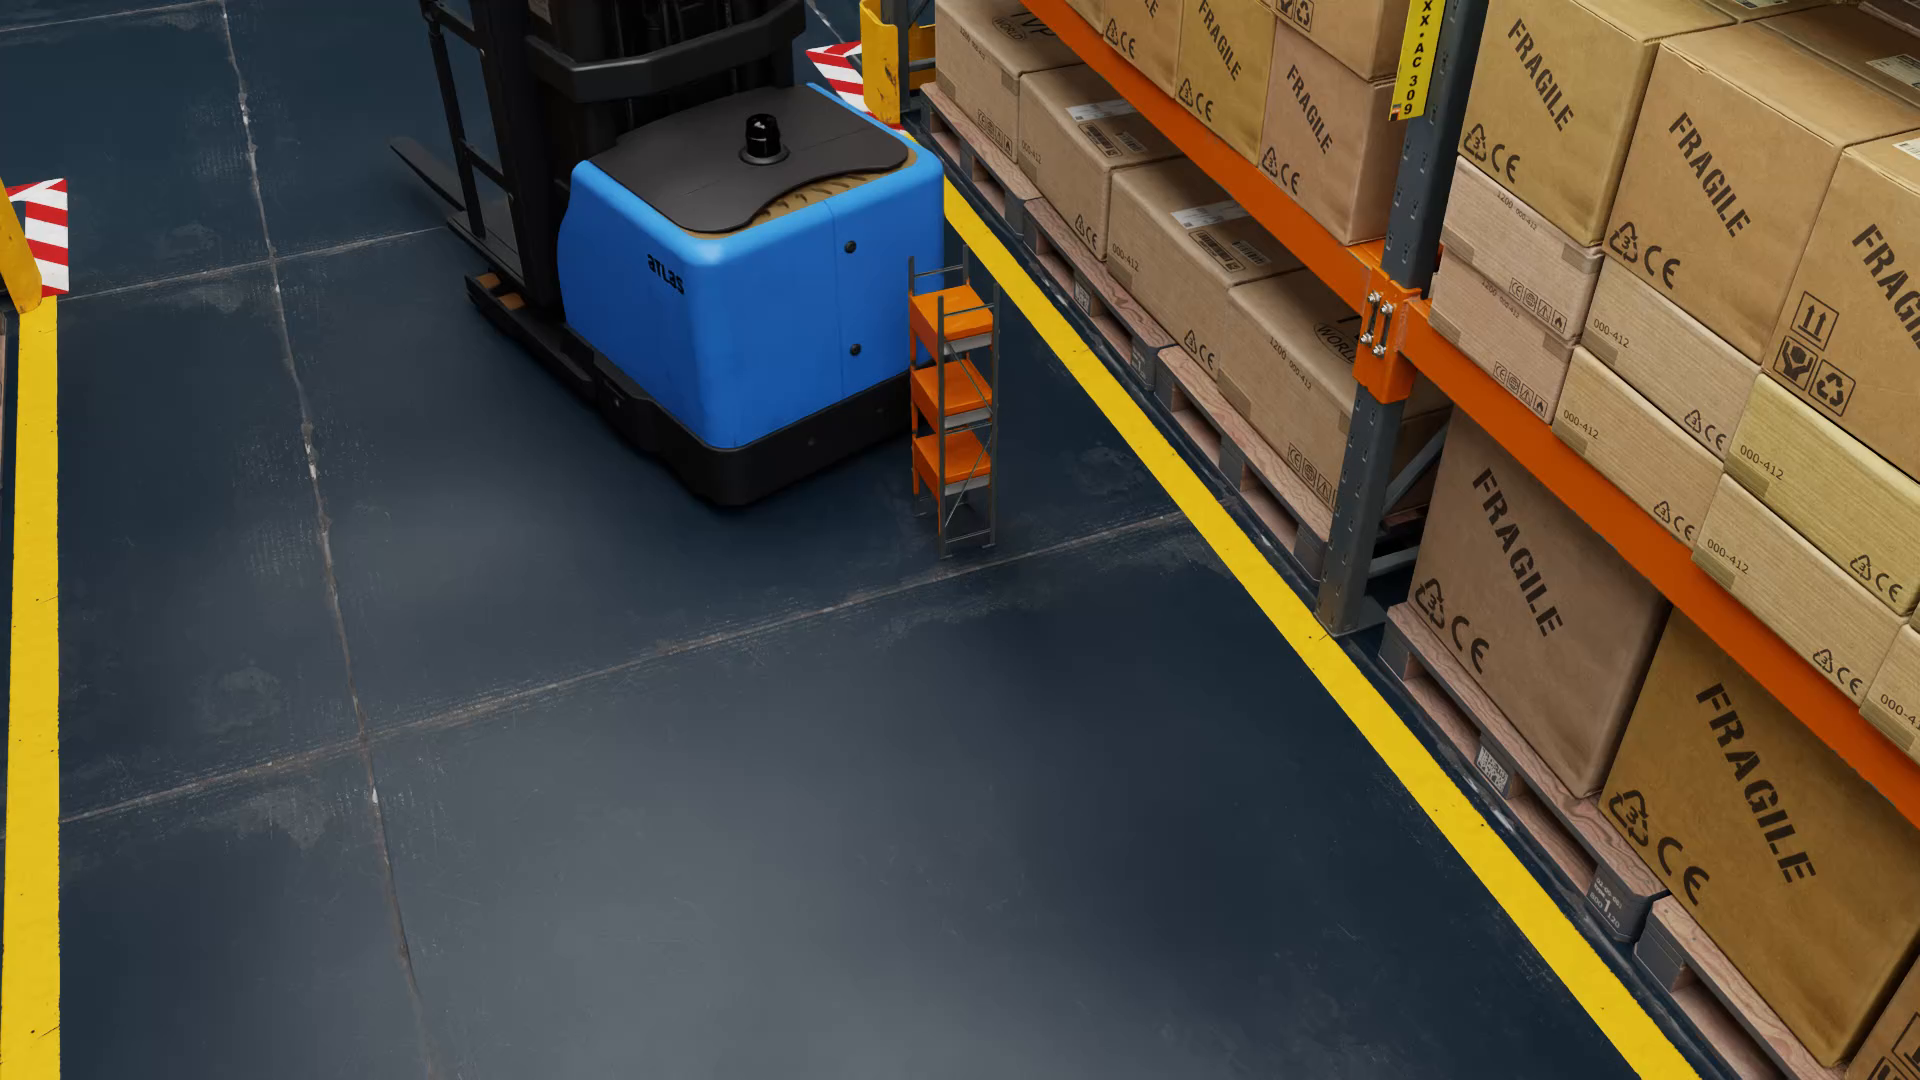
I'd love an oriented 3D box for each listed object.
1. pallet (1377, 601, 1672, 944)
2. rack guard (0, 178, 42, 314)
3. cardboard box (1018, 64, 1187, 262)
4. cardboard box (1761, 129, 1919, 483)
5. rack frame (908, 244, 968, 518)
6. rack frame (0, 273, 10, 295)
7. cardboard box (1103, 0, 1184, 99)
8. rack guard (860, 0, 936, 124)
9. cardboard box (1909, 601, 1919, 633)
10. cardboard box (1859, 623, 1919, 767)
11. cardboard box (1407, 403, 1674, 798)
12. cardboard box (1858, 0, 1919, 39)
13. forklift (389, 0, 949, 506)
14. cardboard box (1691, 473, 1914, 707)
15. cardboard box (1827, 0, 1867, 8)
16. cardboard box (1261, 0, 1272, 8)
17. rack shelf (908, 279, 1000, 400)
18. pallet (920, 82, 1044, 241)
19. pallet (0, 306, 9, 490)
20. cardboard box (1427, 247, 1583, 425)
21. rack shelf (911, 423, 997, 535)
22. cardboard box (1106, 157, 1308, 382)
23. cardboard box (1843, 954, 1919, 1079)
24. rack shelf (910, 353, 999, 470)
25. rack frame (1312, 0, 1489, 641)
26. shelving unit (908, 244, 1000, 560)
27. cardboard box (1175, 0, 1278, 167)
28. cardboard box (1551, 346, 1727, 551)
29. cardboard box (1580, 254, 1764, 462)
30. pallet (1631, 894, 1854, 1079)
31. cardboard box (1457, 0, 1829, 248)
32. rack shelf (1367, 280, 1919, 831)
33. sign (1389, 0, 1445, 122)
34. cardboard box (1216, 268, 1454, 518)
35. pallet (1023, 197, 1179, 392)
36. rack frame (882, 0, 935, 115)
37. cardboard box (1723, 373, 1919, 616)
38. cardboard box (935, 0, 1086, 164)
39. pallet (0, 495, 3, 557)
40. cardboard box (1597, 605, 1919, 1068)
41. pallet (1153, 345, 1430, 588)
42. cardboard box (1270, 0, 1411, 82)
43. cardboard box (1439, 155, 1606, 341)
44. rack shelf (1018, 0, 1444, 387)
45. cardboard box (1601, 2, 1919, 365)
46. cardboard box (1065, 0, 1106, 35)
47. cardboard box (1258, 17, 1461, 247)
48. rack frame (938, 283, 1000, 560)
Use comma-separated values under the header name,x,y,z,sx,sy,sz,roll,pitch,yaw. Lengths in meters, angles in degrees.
name,x,y,z,sx,sy,sz,roll,pitch,yaw
pallet,2.008,0.528,4.974,1.003,0.211,1.213,-15,43,-17
rack guard,-4.393,-1.095,6.640,1.175,0.500,0.348,-15,43,-17
cardboard box,0.816,-1.651,7.012,0.875,0.438,0.875,-14,43,-16
cardboard box,1.956,-0.453,3.133,0.500,0.500,0.500,-16,43,-18
rack frame,-0.067,-0.504,5.531,0.200,1.050,0.008,-15,43,-17
rack frame,-4.422,-2.089,5.879,1.000,3.000,0.127,-15,43,-17
cardboard box,0.822,-1.836,5.508,0.500,0.500,0.500,-16,43,-17
rack guard,0.104,-2.451,8.217,1.175,0.500,0.348,-15,43,-17
cardboard box,2.141,0.149,3.007,0.500,0.250,0.500,-16,43,-18
cardboard box,2.131,0.340,3.169,0.500,0.250,0.500,-16,43,-18
cardboard box,1.955,0.025,4.728,0.875,0.875,0.875,-14,43,-16
cardboard box,2.251,-0.876,3.624,0.500,0.500,0.500,-14,43,-16
forklift,-1.362,-2.126,5.974,1.130,2.935,3.031,-28,48,-29
cardboard box,1.949,0.037,3.522,0.500,0.250,0.500,-15,43,-17
cardboard box,2.046,-1.186,3.985,0.500,0.500,0.500,-14,43,-15
cardboard box,1.021,-1.915,4.833,0.500,0.500,0.500,-16,43,-17
rack shelf,-0.020,-0.637,5.267,0.215,0.259,0.240,-15,43,-17
pallet,0.491,-1.865,7.757,1.003,0.211,1.213,-15,43,-17
pallet,-4.114,-0.488,6.155,1.003,0.211,1.213,-15,43,-17
cardboard box,1.568,-0.587,4.247,0.500,0.250,0.500,-16,43,-18
rack shelf,-0.020,-0.212,5.633,0.215,0.259,0.240,-15,43,-17
cardboard box,1.159,-1.107,6.380,0.875,0.438,0.875,-16,43,-18
cardboard box,2.649,1.106,3.471,0.875,0.875,0.875,-15,43,-16
rack shelf,-0.020,-0.422,5.452,0.215,0.259,0.240,-15,43,-17
rack frame,1.643,-0.975,4.583,1.000,3.000,0.127,-15,43,-17
shelving unit,-0.020,-0.430,5.445,0.215,1.050,0.252,-15,43,-17
cardboard box,1.028,-1.537,5.160,0.500,0.500,0.500,-16,43,-18
cardboard box,1.767,-0.276,3.885,0.500,0.250,0.500,-16,43,-18
cardboard box,1.777,-0.465,3.722,0.500,0.250,0.500,-14,43,-16
pallet,2.479,1.264,4.118,1.003,0.211,1.213,-15,43,-17
cardboard box,1.546,-1.055,3.833,0.500,0.500,0.500,-15,43,-16
rack shelf,2.409,0.502,3.417,1.077,0.370,4.000,-15,43,-17
sign,1.131,-1.194,4.113,0.100,0.325,0.005,-15,43,-17
cardboard box,1.502,-0.568,5.753,0.875,0.438,0.875,-16,43,-17
pallet,0.954,-1.131,6.904,1.003,0.211,1.213,-15,43,-17
rack frame,0.113,-3.385,7.385,1.000,3.000,0.127,-15,43,-17
cardboard box,1.945,-0.155,3.361,0.500,0.250,0.500,-15,43,-16
cardboard box,0.458,-2.200,7.651,0.875,0.438,0.875,-17,43,-18
pallet,-3.652,0.246,5.302,1.003,0.211,1.213,-15,43,-17
cardboard box,2.307,0.567,4.098,0.875,0.875,0.875,-14,43,-16
pallet,1.425,-0.395,6.048,1.003,0.211,1.213,-15,43,-17
cardboard box,1.208,-1.607,4.475,0.500,0.500,0.500,-15,43,-17
cardboard box,1.551,-0.772,4.079,0.500,0.250,0.500,-16,43,-18
rack shelf,0.878,-1.907,6.219,1.077,0.370,4.000,-15,43,-17
cardboard box,1.766,-0.756,3.485,0.500,0.500,0.500,-15,43,-17
cardboard box,0.636,-2.156,5.879,0.500,0.500,0.500,-14,43,-15
cardboard box,1.230,-1.229,4.801,0.500,0.500,0.500,-15,43,-16
rack frame,0.026,-0.357,5.360,0.200,1.050,0.008,-15,43,-17
